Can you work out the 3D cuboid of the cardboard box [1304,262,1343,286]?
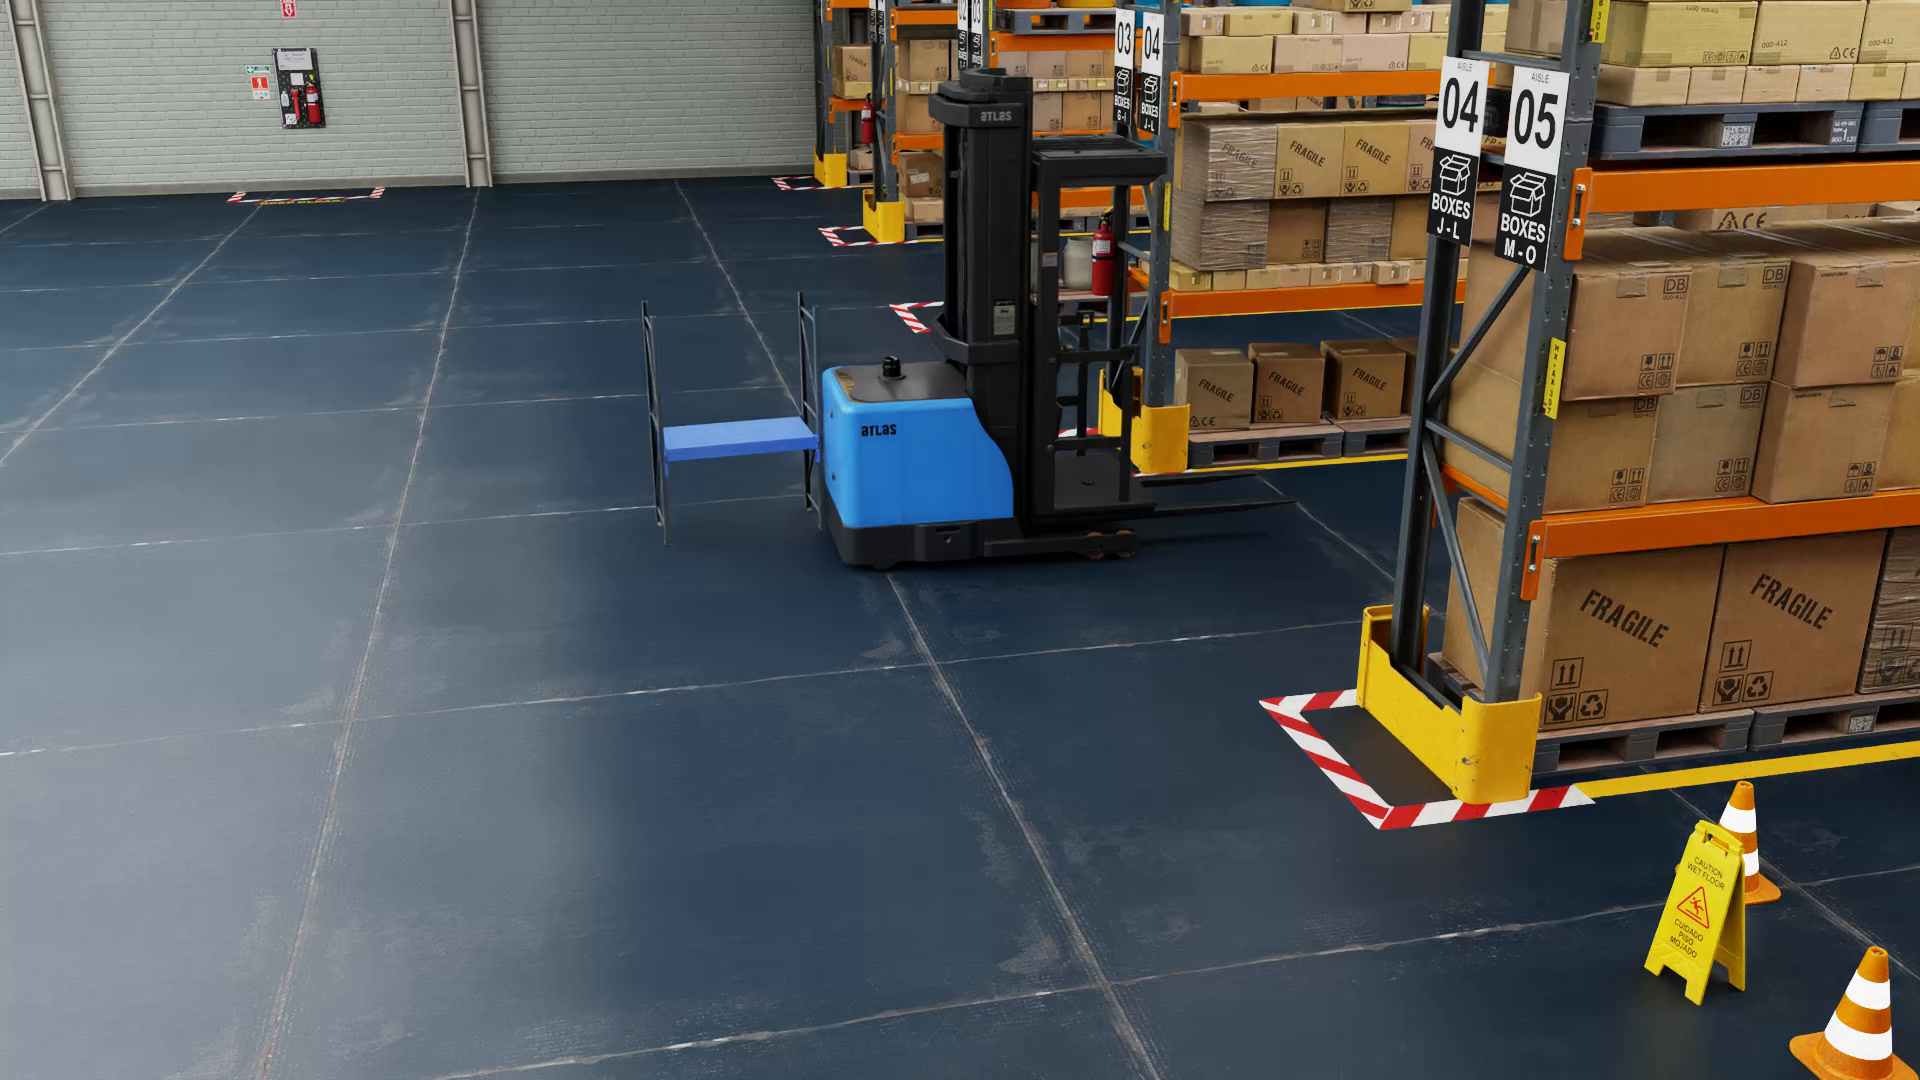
[{"bbox_3d":[2.614,-1.979,12.222,0.250,0.149,0.380,-5,21,-12],"label":"cardboard box"}]

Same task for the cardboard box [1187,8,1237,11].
[{"bbox_3d":[1.783,-3.715,11.873,0.250,0.149,0.380,-5,21,-14],"label":"cardboard box"}]

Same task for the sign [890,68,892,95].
[{"bbox_3d":[-0.850,-5.656,20.520,0.005,0.325,0.100,-5,21,-12],"label":"sign"}]

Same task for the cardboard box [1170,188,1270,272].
[{"bbox_3d":[1.846,-2.303,12.163,0.500,0.500,0.875,-5,21,-12],"label":"cardboard box"}]

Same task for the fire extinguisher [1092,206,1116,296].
[{"bbox_3d":[1.087,-2.191,12.548,0.183,0.674,0.296,-5,21,-12],"label":"fire extinguisher"}]

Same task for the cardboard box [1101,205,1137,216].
[{"bbox_3d":[2.031,-4.475,22.057,0.500,0.250,0.500,-5,21,-12],"label":"cardboard box"}]

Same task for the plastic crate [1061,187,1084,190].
[{"bbox_3d":[1.109,-3.579,16.609,0.250,0.136,0.298,-5,21,-12],"label":"plastic crate"}]

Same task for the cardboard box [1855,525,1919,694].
[{"bbox_3d":[4.735,0.169,8.471,0.875,0.875,0.875,-4,21,-12],"label":"cardboard box"}]

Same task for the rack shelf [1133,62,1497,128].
[{"bbox_3d":[3.251,-3.311,12.178,4.000,0.370,1.077,-5,21,-12],"label":"rack shelf"}]

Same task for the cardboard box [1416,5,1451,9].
[{"bbox_3d":[3.549,-3.886,12.339,0.250,0.149,0.380,-5,21,-14],"label":"cardboard box"}]

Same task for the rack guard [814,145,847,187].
[{"bbox_3d":[-2.041,-5.889,26.163,0.348,0.500,1.175,-5,21,-12],"label":"rack guard"}]

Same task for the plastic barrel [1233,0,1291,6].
[{"bbox_3d":[3.064,-5.855,16.737,0.708,0.901,0.600,-5,21,-12],"label":"plastic barrel"}]

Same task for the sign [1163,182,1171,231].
[{"bbox_3d":[1.429,-2.307,11.493,0.005,0.325,0.100,-5,21,-12],"label":"sign"}]

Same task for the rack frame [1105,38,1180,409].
[{"bbox_3d":[1.304,-2.082,12.138,0.127,3.000,1.000,-5,21,-12],"label":"rack frame"}]

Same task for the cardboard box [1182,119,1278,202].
[{"bbox_3d":[1.902,-2.691,11.768,0.500,0.500,0.500,-5,21,-12],"label":"cardboard box"}]

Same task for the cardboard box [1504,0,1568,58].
[{"bbox_3d":[2.759,-2.268,7.314,0.500,0.250,0.500,-4,21,-12],"label":"cardboard box"}]

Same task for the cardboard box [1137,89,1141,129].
[{"bbox_3d":[2.491,-5.725,21.937,0.500,0.500,0.700,-5,21,-14],"label":"cardboard box"}]

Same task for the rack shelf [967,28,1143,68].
[{"bbox_3d":[2.111,-4.969,16.704,4.000,0.370,1.077,-5,21,-12],"label":"rack shelf"}]

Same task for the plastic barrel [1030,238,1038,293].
[{"bbox_3d":[0.787,-2.847,17.232,0.421,0.512,0.421,0,20,0],"label":"plastic barrel"}]

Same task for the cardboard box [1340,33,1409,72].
[{"bbox_3d":[2.816,-3.453,11.736,0.500,0.250,0.500,-5,21,-13],"label":"cardboard box"}]

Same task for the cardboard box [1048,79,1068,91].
[{"bbox_3d":[1.212,-5.851,21.339,0.250,0.149,0.380,-4,20,-11],"label":"cardboard box"}]

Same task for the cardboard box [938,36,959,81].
[{"bbox_3d":[0.048,-6.135,21.170,0.500,0.500,0.700,-5,21,-14],"label":"cardboard box"}]

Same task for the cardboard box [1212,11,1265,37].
[{"bbox_3d":[1.900,-3.540,11.395,0.250,0.149,0.380,-4,21,-11],"label":"cardboard box"}]

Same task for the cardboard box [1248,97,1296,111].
[{"bbox_3d":[4.185,-5.859,22.303,0.500,0.500,0.500,-3,20,-9],"label":"cardboard box"}]

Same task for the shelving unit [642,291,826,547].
[{"bbox_3d":[-1.462,-0.795,10.805,1.048,1.500,0.538,-6,21,-16],"label":"shelving unit"}]

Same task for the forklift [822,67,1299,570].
[{"bbox_3d":[0.667,-1.431,10.460,3.031,2.935,1.130,-4,21,-11],"label":"forklift"}]

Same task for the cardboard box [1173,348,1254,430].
[{"bbox_3d":[1.916,-1.150,12.615,0.500,0.500,0.500,-1,20,-2],"label":"cardboard box"}]

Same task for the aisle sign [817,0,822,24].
[{"bbox_3d":[-2.116,-8.171,24.980,0.004,0.787,0.394,-5,21,-12],"label":"aisle sign"}]

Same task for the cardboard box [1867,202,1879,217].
[{"bbox_3d":[7.406,-2.787,13.668,0.500,0.250,0.500,-5,21,-14],"label":"cardboard box"}]

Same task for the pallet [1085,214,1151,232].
[{"bbox_3d":[2.137,-4.357,22.401,1.213,0.211,1.003,-5,21,-12],"label":"pallet"}]

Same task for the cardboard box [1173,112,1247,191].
[{"bbox_3d":[1.783,-2.865,12.242,0.500,0.500,0.500,-5,21,-12],"label":"cardboard box"}]

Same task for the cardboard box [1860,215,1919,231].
[{"bbox_3d":[4.807,-1.211,7.972,0.550,0.550,0.875,-5,21,-12],"label":"cardboard box"}]

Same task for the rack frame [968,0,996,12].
[{"bbox_3d":[0.164,-6.557,15.632,0.127,3.000,1.000,-5,21,-12],"label":"rack frame"}]

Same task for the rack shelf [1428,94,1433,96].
[{"bbox_3d":[7.616,-7.510,28.001,4.000,0.370,1.077,-5,21,-12],"label":"rack shelf"}]

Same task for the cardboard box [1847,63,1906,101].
[{"bbox_3d":[3.737,-1.948,7.021,0.250,0.149,0.380,-5,21,-12],"label":"cardboard box"}]

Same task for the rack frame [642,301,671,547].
[{"bbox_3d":[-1.948,-0.744,10.666,0.032,1.500,0.500,-6,21,-16],"label":"rack frame"}]

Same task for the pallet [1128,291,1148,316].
[{"bbox_3d":[2.204,-2.610,17.634,1.213,0.211,1.003,-5,21,-12],"label":"pallet"}]

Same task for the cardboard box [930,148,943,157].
[{"bbox_3d":[-0.141,-6.200,26.374,0.500,0.500,0.700,-6,21,-16],"label":"cardboard box"}]

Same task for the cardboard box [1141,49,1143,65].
[{"bbox_3d":[2.491,-6.334,21.713,0.500,0.500,0.700,-5,21,-12],"label":"cardboard box"}]

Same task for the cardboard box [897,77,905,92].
[{"bbox_3d":[-0.644,-5.844,21.319,0.250,0.149,0.380,-5,21,-13],"label":"cardboard box"}]

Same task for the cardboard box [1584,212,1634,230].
[{"bbox_3d":[4.745,-2.571,12.893,0.500,0.500,0.875,-5,21,-12],"label":"cardboard box"}]

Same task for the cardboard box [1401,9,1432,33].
[{"bbox_3d":[3.131,-3.679,11.774,0.250,0.149,0.380,-5,21,-13],"label":"cardboard box"}]

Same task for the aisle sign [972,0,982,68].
[{"bbox_3d":[0.162,-4.857,15.934,0.004,0.787,0.394,-5,21,-12],"label":"aisle sign"}]

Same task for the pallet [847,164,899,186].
[{"bbox_3d":[-1.243,-5.806,26.356,1.213,0.211,1.003,-5,21,-12],"label":"pallet"}]

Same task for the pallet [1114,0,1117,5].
[{"bbox_3d":[2.097,-7.006,21.347,1.213,0.211,1.003,-5,21,-12],"label":"pallet"}]
